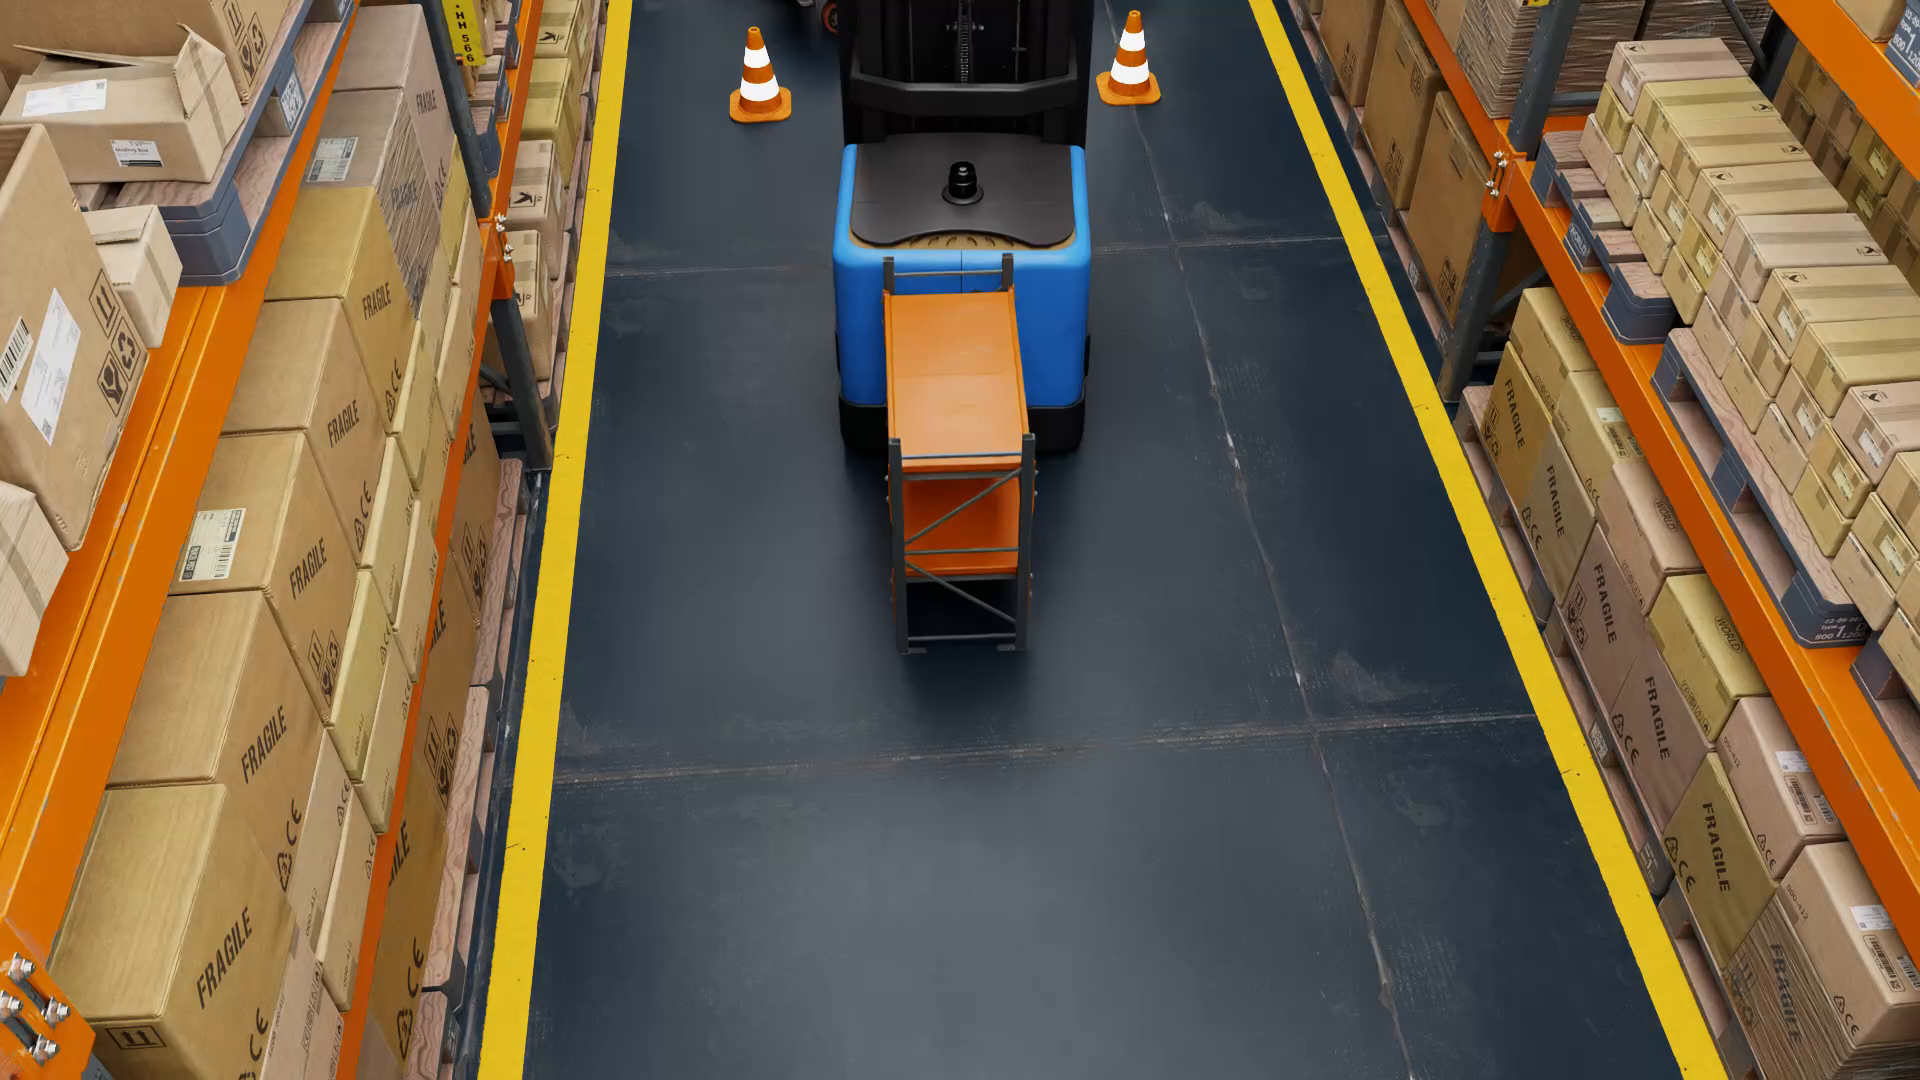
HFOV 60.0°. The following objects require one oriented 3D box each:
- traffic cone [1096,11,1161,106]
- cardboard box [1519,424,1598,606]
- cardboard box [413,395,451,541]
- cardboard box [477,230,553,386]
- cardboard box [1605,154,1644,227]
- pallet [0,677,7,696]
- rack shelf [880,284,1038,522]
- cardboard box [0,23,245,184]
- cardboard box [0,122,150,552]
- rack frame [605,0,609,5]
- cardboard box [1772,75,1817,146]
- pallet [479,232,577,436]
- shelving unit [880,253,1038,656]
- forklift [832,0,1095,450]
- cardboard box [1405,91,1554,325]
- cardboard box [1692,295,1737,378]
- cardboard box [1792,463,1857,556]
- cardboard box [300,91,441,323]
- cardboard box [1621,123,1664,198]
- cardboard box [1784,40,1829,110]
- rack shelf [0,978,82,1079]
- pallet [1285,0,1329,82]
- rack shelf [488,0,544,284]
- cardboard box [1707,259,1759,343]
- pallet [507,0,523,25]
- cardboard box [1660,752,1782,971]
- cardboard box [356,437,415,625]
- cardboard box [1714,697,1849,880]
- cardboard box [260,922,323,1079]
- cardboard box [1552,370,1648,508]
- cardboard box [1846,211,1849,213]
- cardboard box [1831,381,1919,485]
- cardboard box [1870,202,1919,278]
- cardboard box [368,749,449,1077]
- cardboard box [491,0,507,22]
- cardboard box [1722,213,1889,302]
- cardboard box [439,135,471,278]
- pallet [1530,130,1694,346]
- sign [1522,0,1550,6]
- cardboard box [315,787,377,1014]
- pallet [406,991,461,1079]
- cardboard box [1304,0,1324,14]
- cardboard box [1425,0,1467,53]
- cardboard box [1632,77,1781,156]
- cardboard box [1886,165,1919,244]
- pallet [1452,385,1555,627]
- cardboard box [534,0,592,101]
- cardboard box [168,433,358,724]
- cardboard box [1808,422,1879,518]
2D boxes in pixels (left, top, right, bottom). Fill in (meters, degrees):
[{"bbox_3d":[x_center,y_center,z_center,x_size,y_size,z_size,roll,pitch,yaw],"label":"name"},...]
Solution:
[{"bbox_3d":[0.936,-2.673,9.100,0.336,0.463,0.334,-3,47,-3],"label":"traffic cone"},{"bbox_3d":[2.514,-0.108,6.355,0.500,0.500,0.500,-3,47,-3],"label":"cardboard box"},{"bbox_3d":[-1.875,-0.204,5.117,0.500,0.250,0.500,-4,47,-4],"label":"cardboard box"},{"bbox_3d":[-2.298,-0.990,7.279,0.950,0.372,0.625,-6,47,-6],"label":"cardboard box"},{"bbox_3d":[2.522,-1.242,5.880,0.380,0.149,0.250,-1,47,-1],"label":"cardboard box"},{"bbox_3d":[-2.051,-0.072,2.954,0.805,0.209,1.217,-5,47,-5],"label":"pallet"},{"bbox_3d":[-0.019,-0.528,6.209,0.538,0.278,1.000,-2,47,-2],"label":"rack shelf"},{"bbox_3d":[-1.730,-0.918,3.428,0.396,0.266,0.258,0,47,0],"label":"cardboard box"},{"bbox_3d":[-1.710,-0.311,2.691,0.500,0.500,0.500,-4,47,-4],"label":"cardboard box"},{"bbox_3d":[-2.595,-4.234,8.830,1.000,3.000,0.127,-3,47,-3],"label":"rack frame"},{"bbox_3d":[3.159,-1.544,5.962,0.380,0.149,0.250,-3,47,-2],"label":"cardboard box"},{"bbox_3d":[-2.324,-0.946,7.637,1.003,0.211,1.213,-3,47,-3],"label":"pallet"},{"bbox_3d":[-0.019,-0.327,6.421,0.538,1.125,1.048,-2,47,-2],"label":"shelving unit"},{"bbox_3d":[0.025,-2.449,7.187,1.130,2.935,3.031,1,47,0],"label":"forklift"},{"bbox_3d":[2.702,-1.531,7.530,1.050,0.750,0.750,-4,47,-4],"label":"cardboard box"},{"bbox_3d":[2.594,-0.659,5.328,0.380,0.149,0.250,-2,47,-2],"label":"cardboard box"},{"bbox_3d":[2.656,-0.095,4.795,0.380,0.149,0.250,-2,47,-2],"label":"cardboard box"},{"bbox_3d":[-1.905,-0.989,5.000,0.500,0.500,0.500,-3,47,-3],"label":"cardboard box"},{"bbox_3d":[2.529,-1.316,5.746,0.380,0.149,0.250,-1,47,-1],"label":"cardboard box"},{"bbox_3d":[3.162,-1.649,5.857,0.380,0.149,0.250,-5,47,-5],"label":"cardboard box"},{"bbox_3d":[-1.758,2.217,1.150,1.077,0.370,4.000,-3,47,-3],"label":"rack shelf"},{"bbox_3d":[2.469,-3.095,9.672,1.003,0.211,1.213,-3,47,-3],"label":"pallet"},{"bbox_3d":[-2.428,-2.539,7.721,1.077,0.370,4.000,-3,47,-3],"label":"rack shelf"},{"bbox_3d":[2.596,-0.760,5.219,0.380,0.149,0.250,-3,47,-3],"label":"cardboard box"},{"bbox_3d":[-2.467,-2.703,7.513,1.003,0.211,1.213,-3,47,-3],"label":"pallet"},{"bbox_3d":[2.643,1.004,5.302,0.500,0.500,0.500,-4,47,-4],"label":"cardboard box"},{"bbox_3d":[-1.813,-0.009,4.588,0.500,0.250,0.500,-5,47,-4],"label":"cardboard box"},{"bbox_3d":[2.655,0.741,5.034,0.500,0.250,0.500,-1,47,-1],"label":"cardboard box"},{"bbox_3d":[-1.681,1.099,3.539,0.500,0.250,0.500,-5,47,-4],"label":"cardboard box"},{"bbox_3d":[2.523,-0.376,6.092,0.500,0.250,0.500,-4,47,-4],"label":"cardboard box"},{"bbox_3d":[3.204,-1.077,5.724,0.380,0.149,0.250,-3,47,-3],"label":"cardboard box"},{"bbox_3d":[2.662,-0.304,4.582,0.380,0.149,0.250,-5,47,-5],"label":"cardboard box"},{"bbox_3d":[3.228,-0.980,5.428,0.380,0.149,0.250,-3,47,-3],"label":"cardboard box"},{"bbox_3d":[-2.141,1.044,5.006,0.875,0.875,0.875,-2,47,-2],"label":"cardboard box"},{"bbox_3d":[-2.072,-2.252,6.837,0.380,0.149,0.250,-3,47,-3],"label":"cardboard box"},{"bbox_3d":[2.597,-0.871,5.119,0.380,0.149,0.250,-2,47,-1],"label":"cardboard box"},{"bbox_3d":[-1.967,-1.125,5.645,0.500,0.250,0.500,-4,47,-3],"label":"cardboard box"},{"bbox_3d":[2.830,-1.139,6.031,1.213,0.211,1.003,-3,47,-3],"label":"pallet"},{"bbox_3d":[2.111,-2.076,5.989,0.100,0.325,0.005,-3,47,-3],"label":"sign"},{"bbox_3d":[-1.744,0.897,4.074,0.500,0.250,0.500,-5,47,-4],"label":"cardboard box"},{"bbox_3d":[-2.065,1.960,4.885,1.003,0.211,1.213,-3,47,-3],"label":"pallet"},{"bbox_3d":[2.471,-3.535,9.429,1.050,0.750,0.750,-4,47,-3],"label":"cardboard box"},{"bbox_3d":[2.318,-2.419,7.042,0.500,0.500,0.500,-3,47,-3],"label":"cardboard box"},{"bbox_3d":[2.535,-1.436,5.654,0.380,0.149,0.250,-5,47,-4],"label":"cardboard box"},{"bbox_3d":[3.228,-1.085,5.322,0.380,0.149,0.250,-2,47,-2],"label":"cardboard box"},{"bbox_3d":[2.728,-0.189,6.920,1.003,0.211,1.213,-3,47,-3],"label":"pallet"},{"bbox_3d":[-2.485,-2.575,8.780,0.950,0.372,0.625,-1,47,-1],"label":"cardboard box"},{"bbox_3d":[-1.786,0.111,3.958,0.500,0.500,0.500,-5,47,-4],"label":"cardboard box"},{"bbox_3d":[2.655,-0.209,4.698,0.380,0.149,0.250,-3,47,-3],"label":"cardboard box"}]
